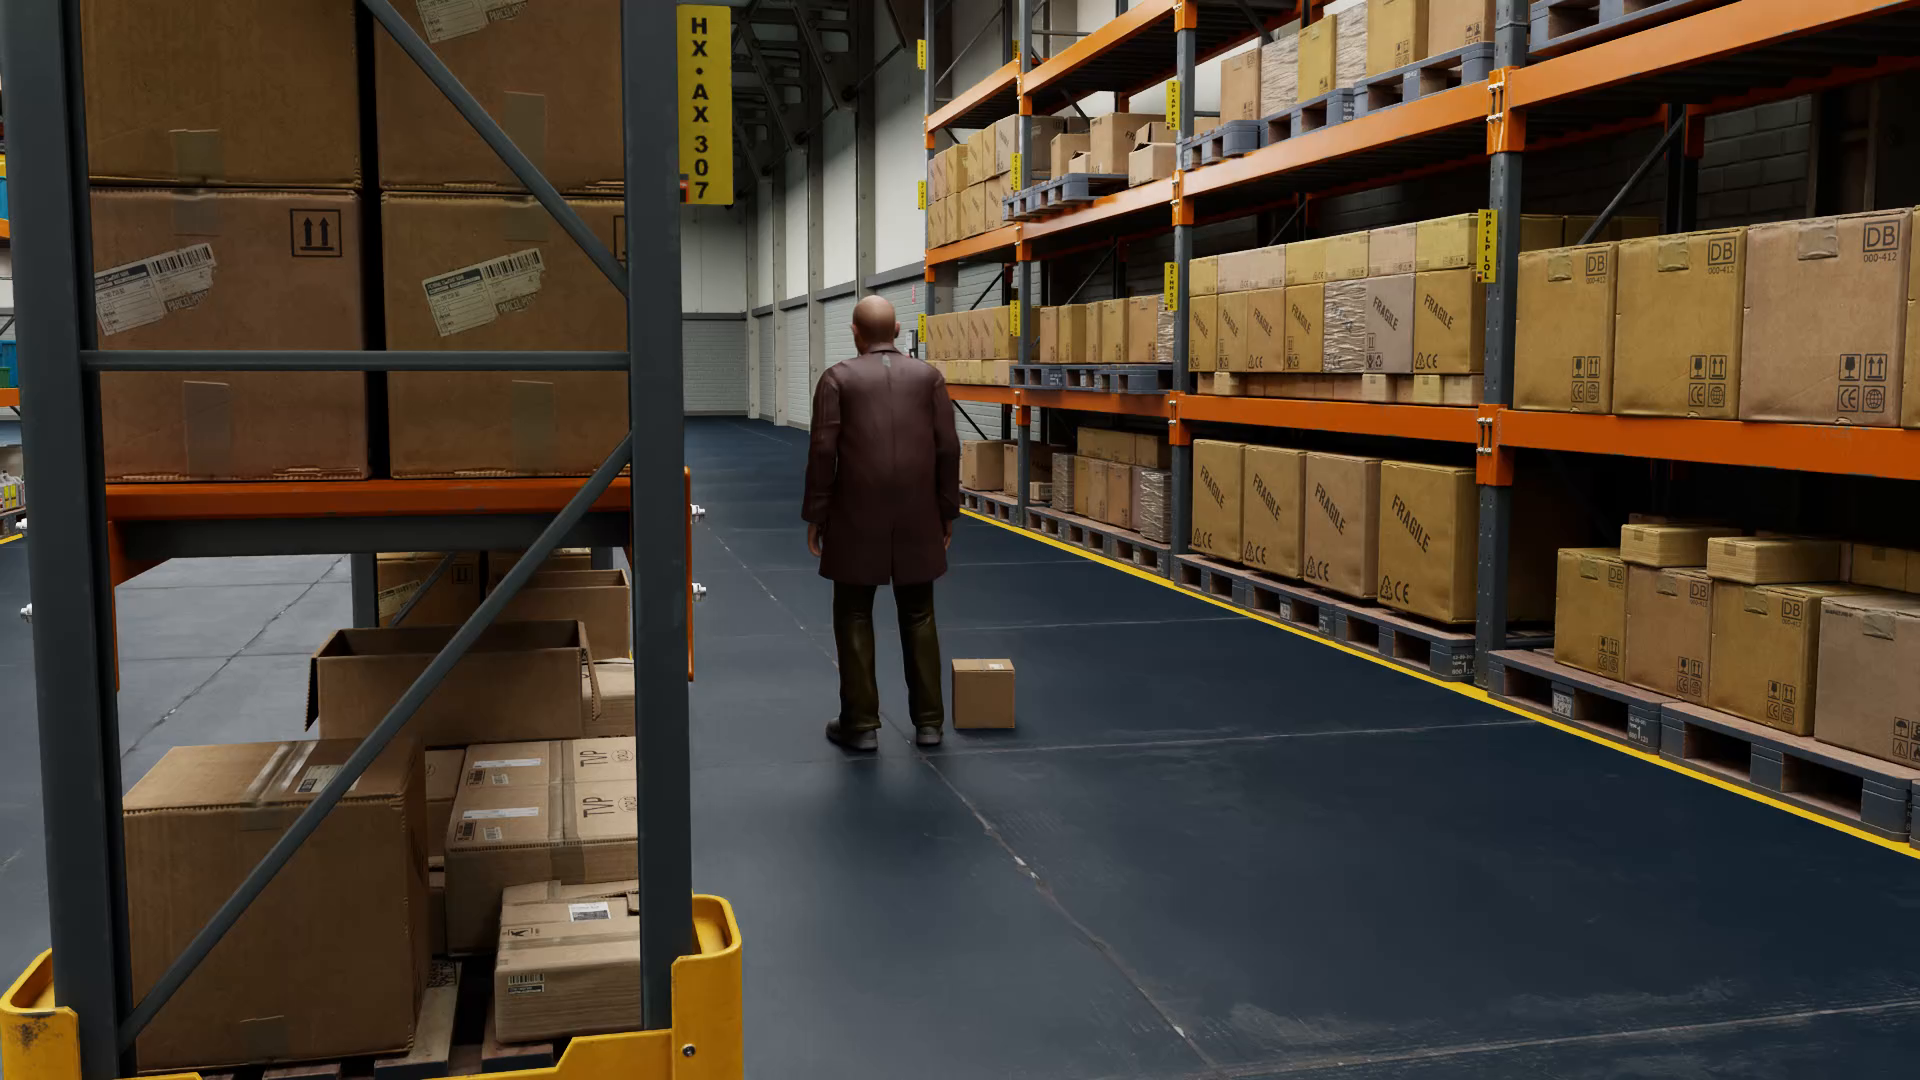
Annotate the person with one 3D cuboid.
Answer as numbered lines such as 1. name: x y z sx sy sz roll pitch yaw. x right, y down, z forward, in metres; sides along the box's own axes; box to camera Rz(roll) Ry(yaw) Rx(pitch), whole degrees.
1. person: -0.307 -0.074 6.583 0.644 1.774 0.428 -2 6 -16
